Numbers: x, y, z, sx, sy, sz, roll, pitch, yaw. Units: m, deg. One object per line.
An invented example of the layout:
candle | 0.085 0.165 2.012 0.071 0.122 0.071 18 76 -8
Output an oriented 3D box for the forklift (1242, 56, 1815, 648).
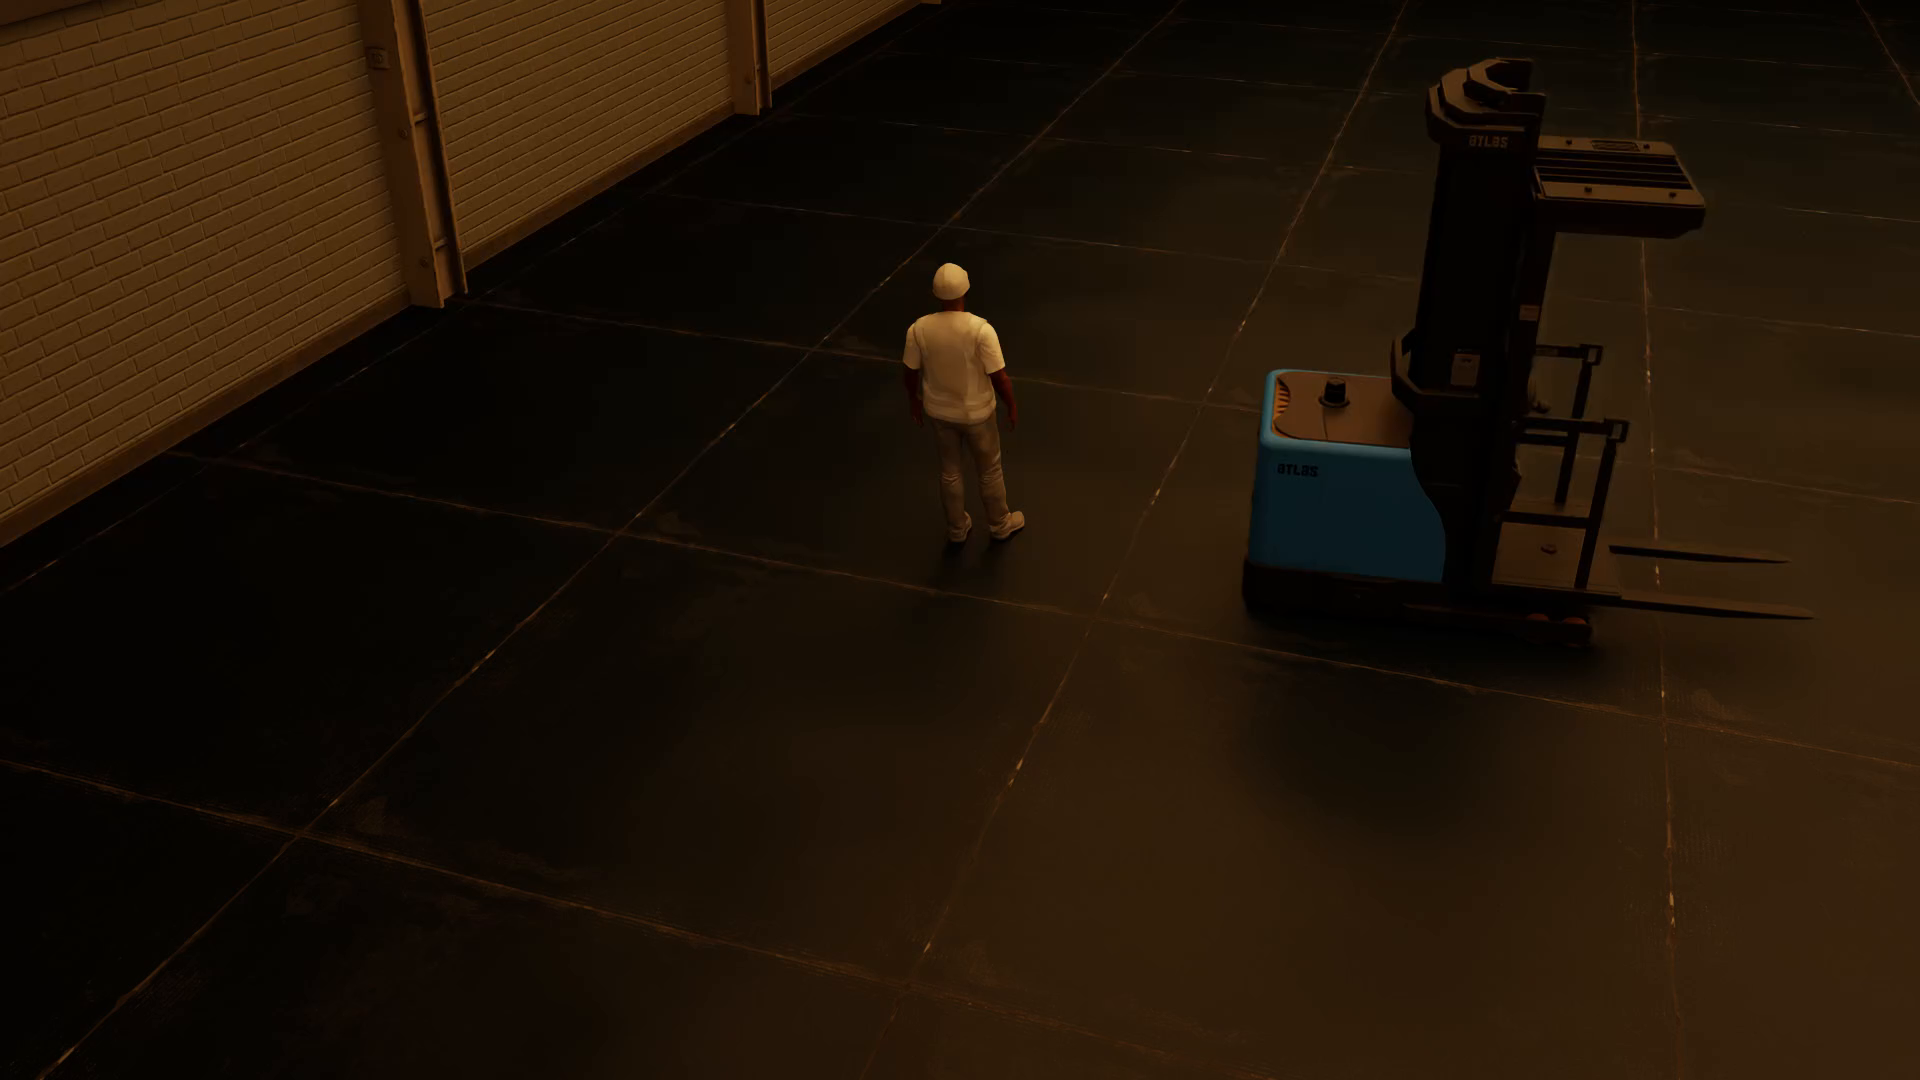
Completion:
forklift | 3.166 -0.973 8.843 3.031 2.935 1.130 6 30 10

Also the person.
person | 0.029 -0.805 9.710 0.665 1.765 0.577 10 31 16
